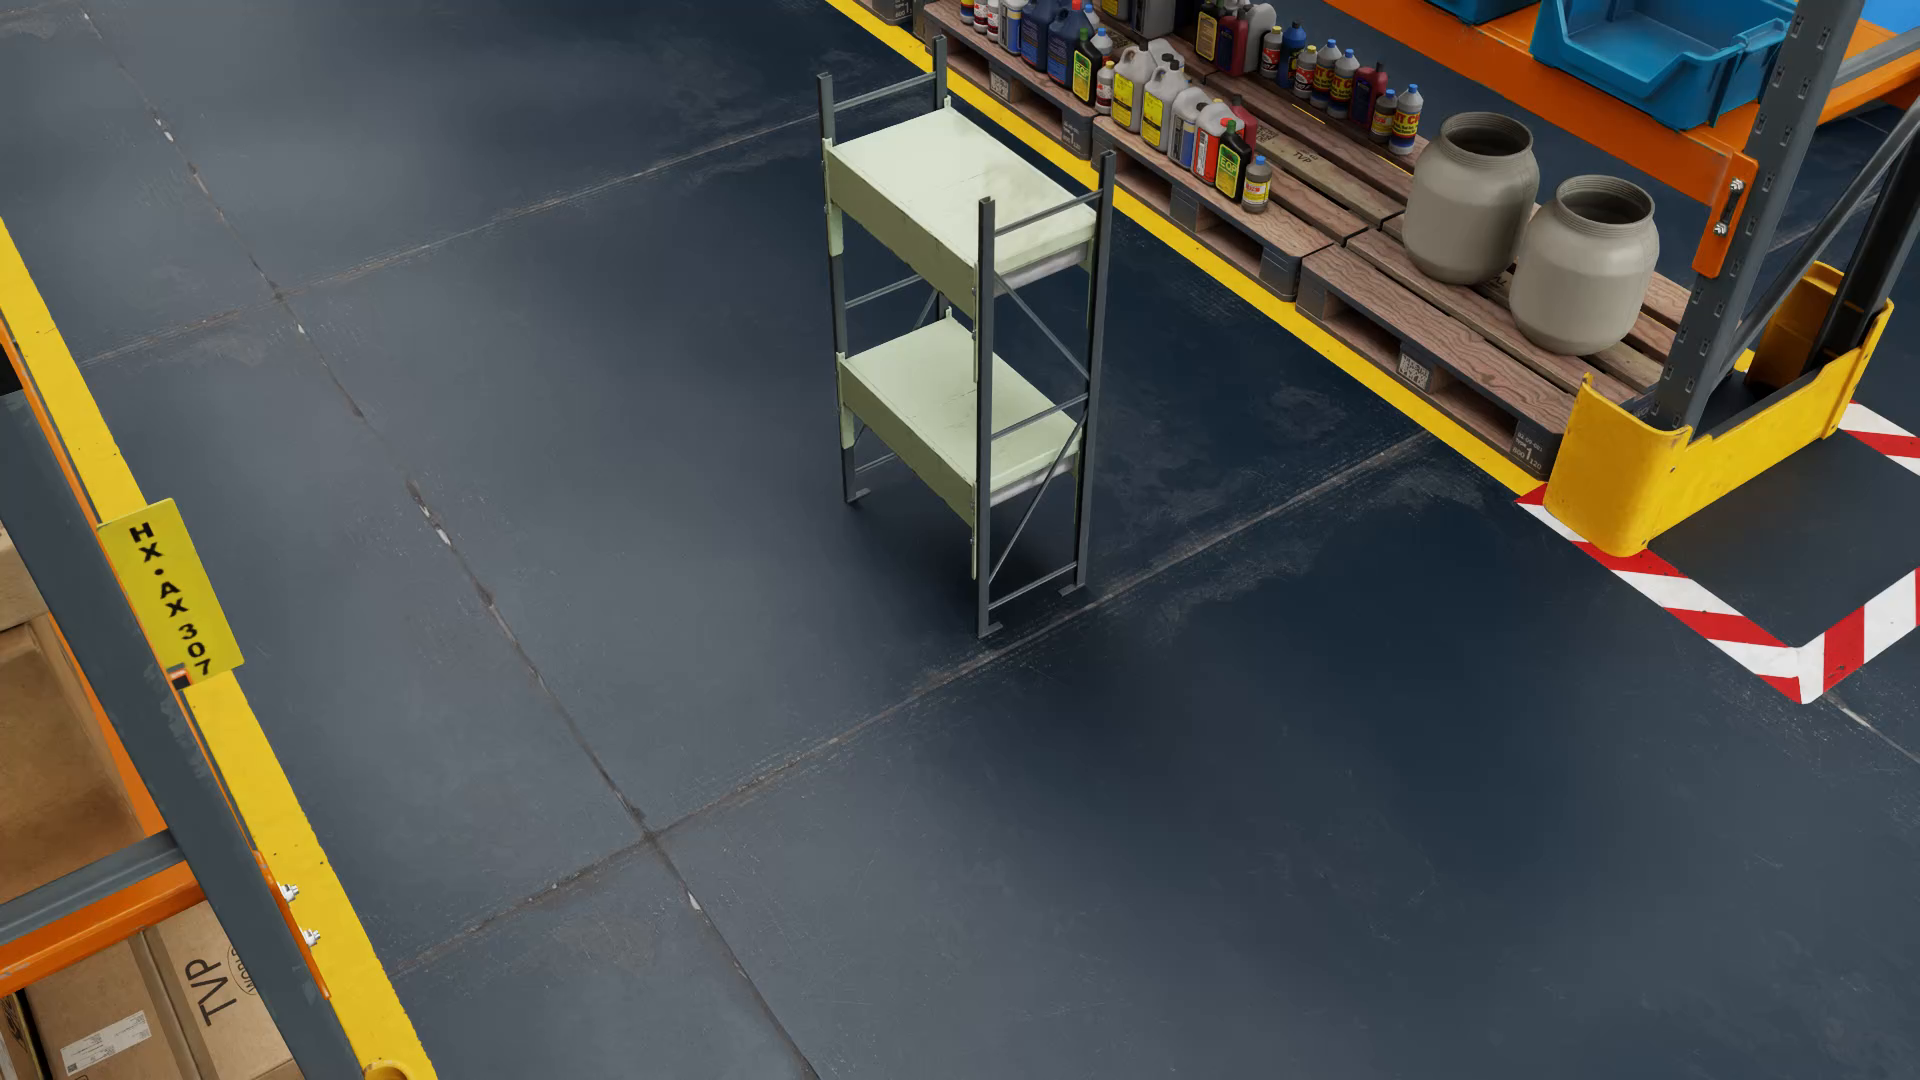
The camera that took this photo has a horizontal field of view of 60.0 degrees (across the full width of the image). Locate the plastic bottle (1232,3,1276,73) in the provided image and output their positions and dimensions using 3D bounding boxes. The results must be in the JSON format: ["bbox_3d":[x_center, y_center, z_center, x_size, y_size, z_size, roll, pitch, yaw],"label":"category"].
[{"bbox_3d":[1.216,-2.119,6.951,0.152,0.276,0.135,-25,49,-24],"label":"plastic bottle"}]

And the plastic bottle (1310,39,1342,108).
[{"bbox_3d":[1.480,-1.889,6.714,0.097,0.271,0.097,0,44,0],"label":"plastic bottle"}]

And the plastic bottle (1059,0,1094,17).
[{"bbox_3d":[0.467,-2.218,7.001,0.144,0.351,0.185,-26,49,-24],"label":"plastic bottle"}]

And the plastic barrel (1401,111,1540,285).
[{"bbox_3d":[1.789,-1.194,5.826,0.421,0.512,0.421,0,44,0],"label":"plastic barrel"}]

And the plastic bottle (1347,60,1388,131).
[{"bbox_3d":[1.619,-1.778,6.589,0.061,0.283,0.133,-25,49,-24],"label":"plastic bottle"}]

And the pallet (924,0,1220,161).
[{"bbox_3d":[0.577,-2.176,7.376,1.003,0.211,1.213,-26,49,-24],"label":"pallet"}]

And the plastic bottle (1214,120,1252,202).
[{"bbox_3d":[1.023,-1.418,6.212,0.061,0.283,0.133,-25,49,-24],"label":"plastic bottle"}]

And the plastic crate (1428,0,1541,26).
[{"bbox_3d":[1.617,-1.797,5.068,0.499,0.251,0.408,-26,49,-24],"label":"plastic crate"}]

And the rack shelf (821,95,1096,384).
[{"bbox_3d":[0.004,-0.821,4.459,0.431,0.370,0.720,-26,49,-24],"label":"rack shelf"}]

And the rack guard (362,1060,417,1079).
[{"bbox_3d":[-1.536,1.556,3.258,1.175,0.500,0.348,-26,49,-24],"label":"rack guard"}]

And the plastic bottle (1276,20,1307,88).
[{"bbox_3d":[1.364,-2.004,6.834,0.097,0.271,0.097,0,44,0],"label":"plastic bottle"}]

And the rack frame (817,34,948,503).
[{"bbox_3d":[-0.206,-0.746,4.945,0.400,1.500,0.023,-26,49,-24],"label":"rack frame"}]

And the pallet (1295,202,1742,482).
[{"bbox_3d":[1.973,-0.794,5.929,1.003,0.211,1.213,-26,49,-24],"label":"pallet"}]

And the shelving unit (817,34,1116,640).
[{"bbox_3d":[0.004,-0.539,4.728,0.431,1.500,0.755,-26,49,-24],"label":"shelving unit"}]

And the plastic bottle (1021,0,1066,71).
[{"bbox_3d":[0.348,-2.161,6.941,0.144,0.351,0.185,-24,49,-23],"label":"plastic bottle"}]

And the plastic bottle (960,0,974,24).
[{"bbox_3d":[0.050,-2.400,7.249,0.097,0.271,0.097,0,44,0],"label":"plastic bottle"}]

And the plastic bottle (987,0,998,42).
[{"bbox_3d":[0.166,-2.260,7.152,0.097,0.201,0.097,0,44,0],"label":"plastic bottle"}]

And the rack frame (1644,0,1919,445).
[{"bbox_3d":[2.515,-1.316,4.456,1.000,3.000,0.127,-26,49,-24],"label":"rack frame"}]

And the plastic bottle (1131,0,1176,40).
[{"bbox_3d":[0.834,-2.323,7.165,0.152,0.276,0.135,-26,49,-24],"label":"plastic bottle"}]

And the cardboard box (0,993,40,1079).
[{"bbox_3d":[-2.101,1.024,3.149,0.500,0.500,0.500,-26,49,-24],"label":"cardboard box"}]

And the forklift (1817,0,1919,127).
[{"bbox_3d":[3.269,-3.791,7.099,1.130,2.935,3.031,-18,47,-18],"label":"forklift"}]

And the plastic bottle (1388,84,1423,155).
[{"bbox_3d":[1.734,-1.638,6.451,0.097,0.271,0.097,0,44,0],"label":"plastic bottle"}]

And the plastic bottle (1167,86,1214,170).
[{"bbox_3d":[0.904,-1.589,6.396,0.152,0.276,0.135,-27,50,-25],"label":"plastic bottle"}]

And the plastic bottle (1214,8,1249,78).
[{"bbox_3d":[1.129,-2.079,6.905,0.061,0.283,0.133,-26,49,-24],"label":"plastic bottle"}]

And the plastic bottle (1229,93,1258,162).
[{"bbox_3d":[1.070,-1.555,6.356,0.061,0.283,0.133,-26,49,-24],"label":"plastic bottle"}]

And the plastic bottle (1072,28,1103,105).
[{"bbox_3d":[0.517,-1.920,6.737,0.061,0.283,0.133,-24,48,-23],"label":"plastic bottle"}]

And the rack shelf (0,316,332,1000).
[{"bbox_3d":[-2.694,-0.234,3.844,1.077,0.370,4.000,-26,49,-24],"label":"rack shelf"}]

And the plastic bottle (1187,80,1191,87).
[{"bbox_3d":[0.880,-1.727,6.594,0.097,0.201,0.097,0,44,0],"label":"plastic bottle"}]

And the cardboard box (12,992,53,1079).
[{"bbox_3d":[-2.099,1.294,3.409,0.500,0.250,0.500,-26,49,-24],"label":"cardboard box"}]

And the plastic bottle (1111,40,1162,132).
[{"bbox_3d":[0.699,-1.814,6.577,0.144,0.351,0.185,-26,49,-25],"label":"plastic bottle"}]

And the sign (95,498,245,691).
[{"bbox_3d":[-1.091,0.081,2.309,0.100,0.325,0.005,-26,49,-24],"label":"sign"}]

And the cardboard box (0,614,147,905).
[{"bbox_3d":[-1.806,0.333,2.656,0.700,0.500,0.500,-26,49,-24],"label":"cardboard box"}]

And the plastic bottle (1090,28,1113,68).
[{"bbox_3d":[0.571,-1.957,6.785,0.097,0.271,0.097,0,44,0],"label":"plastic bottle"}]

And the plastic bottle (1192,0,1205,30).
[{"bbox_3d":[1.069,-2.323,7.159,0.061,0.283,0.133,-23,48,-22],"label":"plastic bottle"}]

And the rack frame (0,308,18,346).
[{"bbox_3d":[-3.838,-1.627,4.782,1.000,3.000,0.127,-26,49,-24],"label":"rack frame"}]
